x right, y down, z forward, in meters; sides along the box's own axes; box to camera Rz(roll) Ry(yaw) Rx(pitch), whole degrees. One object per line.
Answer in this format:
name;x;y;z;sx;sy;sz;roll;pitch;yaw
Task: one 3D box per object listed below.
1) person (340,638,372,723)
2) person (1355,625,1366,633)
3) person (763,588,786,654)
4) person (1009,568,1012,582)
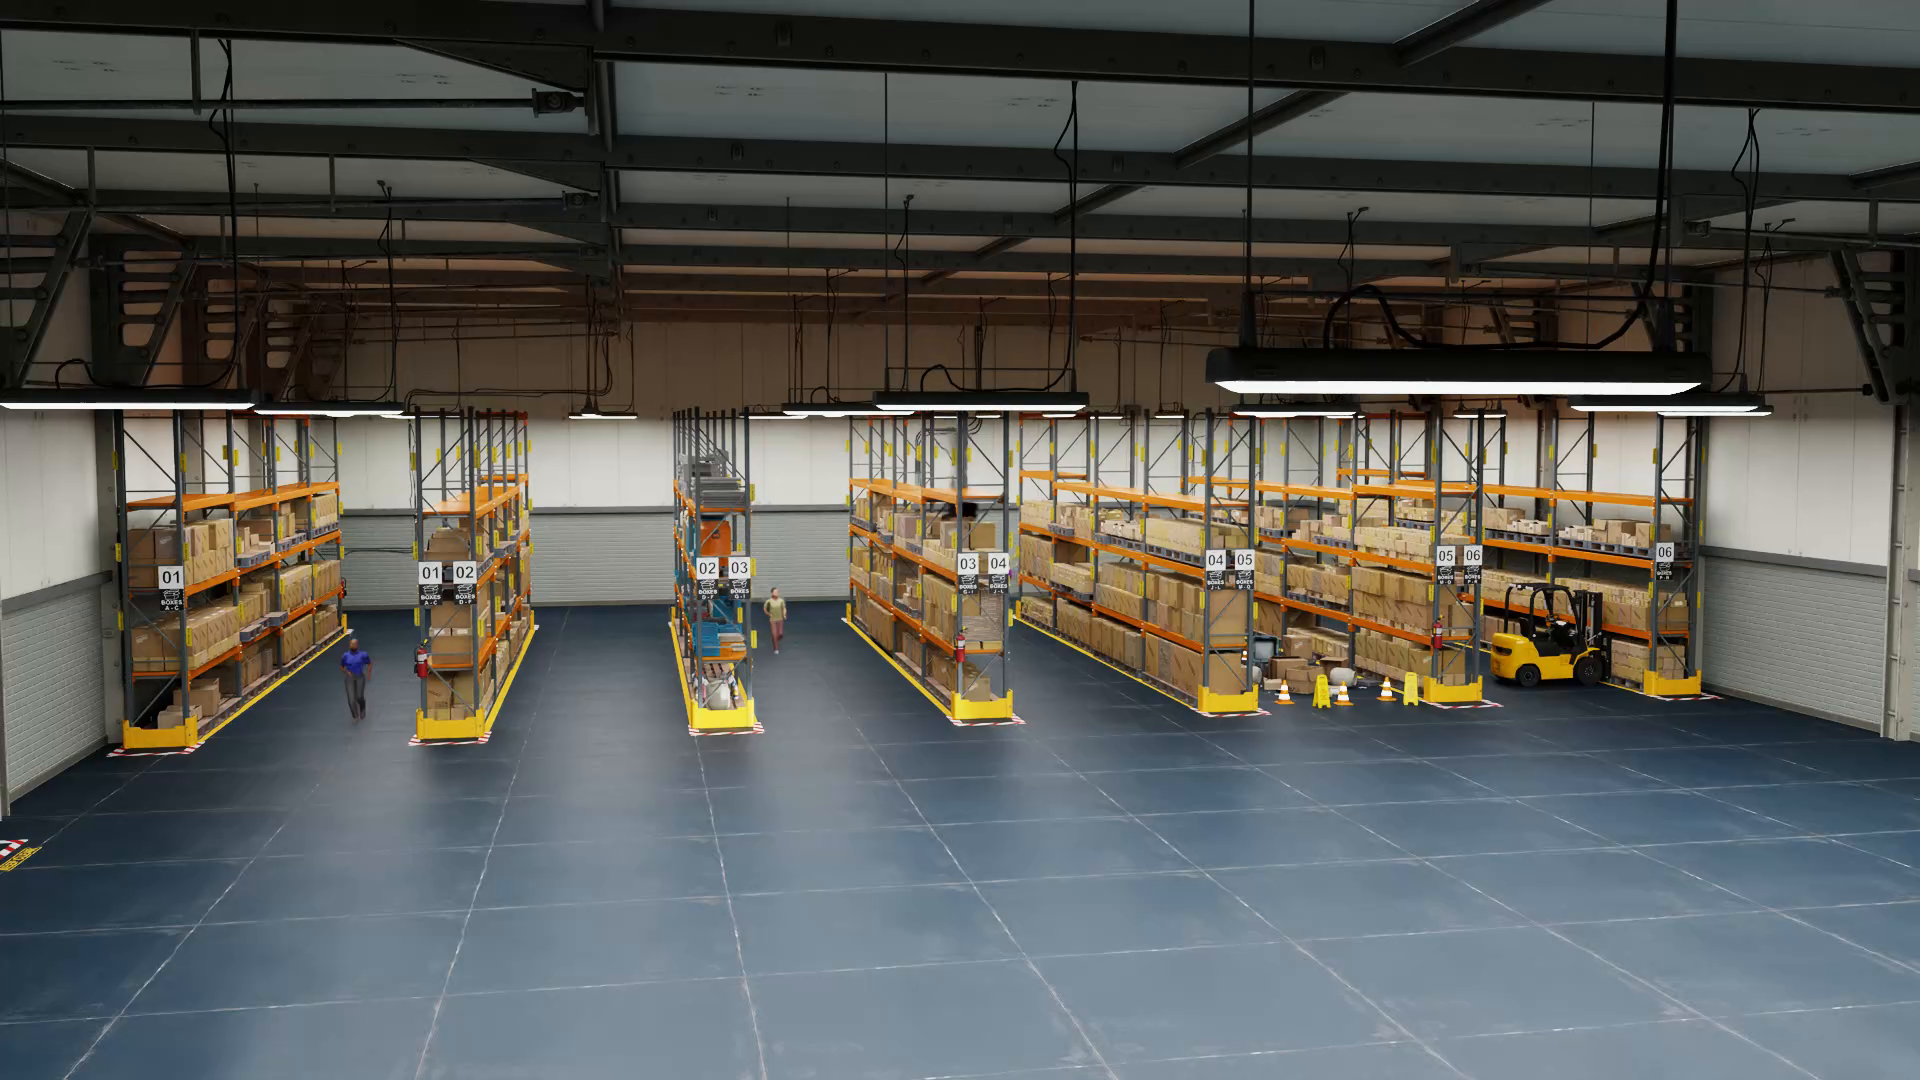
person;-11.442;2.677;31.468;0.561;1.618;0.562;-1;4;-12
person;10.206;1.934;42.082;0.504;1.583;0.732;-1;4;-14
person;-4.574;1.992;41.173;0.582;1.630;0.566;-1;4;-17
person;1.235;1.361;49.303;0.703;1.730;0.573;4;5;42
